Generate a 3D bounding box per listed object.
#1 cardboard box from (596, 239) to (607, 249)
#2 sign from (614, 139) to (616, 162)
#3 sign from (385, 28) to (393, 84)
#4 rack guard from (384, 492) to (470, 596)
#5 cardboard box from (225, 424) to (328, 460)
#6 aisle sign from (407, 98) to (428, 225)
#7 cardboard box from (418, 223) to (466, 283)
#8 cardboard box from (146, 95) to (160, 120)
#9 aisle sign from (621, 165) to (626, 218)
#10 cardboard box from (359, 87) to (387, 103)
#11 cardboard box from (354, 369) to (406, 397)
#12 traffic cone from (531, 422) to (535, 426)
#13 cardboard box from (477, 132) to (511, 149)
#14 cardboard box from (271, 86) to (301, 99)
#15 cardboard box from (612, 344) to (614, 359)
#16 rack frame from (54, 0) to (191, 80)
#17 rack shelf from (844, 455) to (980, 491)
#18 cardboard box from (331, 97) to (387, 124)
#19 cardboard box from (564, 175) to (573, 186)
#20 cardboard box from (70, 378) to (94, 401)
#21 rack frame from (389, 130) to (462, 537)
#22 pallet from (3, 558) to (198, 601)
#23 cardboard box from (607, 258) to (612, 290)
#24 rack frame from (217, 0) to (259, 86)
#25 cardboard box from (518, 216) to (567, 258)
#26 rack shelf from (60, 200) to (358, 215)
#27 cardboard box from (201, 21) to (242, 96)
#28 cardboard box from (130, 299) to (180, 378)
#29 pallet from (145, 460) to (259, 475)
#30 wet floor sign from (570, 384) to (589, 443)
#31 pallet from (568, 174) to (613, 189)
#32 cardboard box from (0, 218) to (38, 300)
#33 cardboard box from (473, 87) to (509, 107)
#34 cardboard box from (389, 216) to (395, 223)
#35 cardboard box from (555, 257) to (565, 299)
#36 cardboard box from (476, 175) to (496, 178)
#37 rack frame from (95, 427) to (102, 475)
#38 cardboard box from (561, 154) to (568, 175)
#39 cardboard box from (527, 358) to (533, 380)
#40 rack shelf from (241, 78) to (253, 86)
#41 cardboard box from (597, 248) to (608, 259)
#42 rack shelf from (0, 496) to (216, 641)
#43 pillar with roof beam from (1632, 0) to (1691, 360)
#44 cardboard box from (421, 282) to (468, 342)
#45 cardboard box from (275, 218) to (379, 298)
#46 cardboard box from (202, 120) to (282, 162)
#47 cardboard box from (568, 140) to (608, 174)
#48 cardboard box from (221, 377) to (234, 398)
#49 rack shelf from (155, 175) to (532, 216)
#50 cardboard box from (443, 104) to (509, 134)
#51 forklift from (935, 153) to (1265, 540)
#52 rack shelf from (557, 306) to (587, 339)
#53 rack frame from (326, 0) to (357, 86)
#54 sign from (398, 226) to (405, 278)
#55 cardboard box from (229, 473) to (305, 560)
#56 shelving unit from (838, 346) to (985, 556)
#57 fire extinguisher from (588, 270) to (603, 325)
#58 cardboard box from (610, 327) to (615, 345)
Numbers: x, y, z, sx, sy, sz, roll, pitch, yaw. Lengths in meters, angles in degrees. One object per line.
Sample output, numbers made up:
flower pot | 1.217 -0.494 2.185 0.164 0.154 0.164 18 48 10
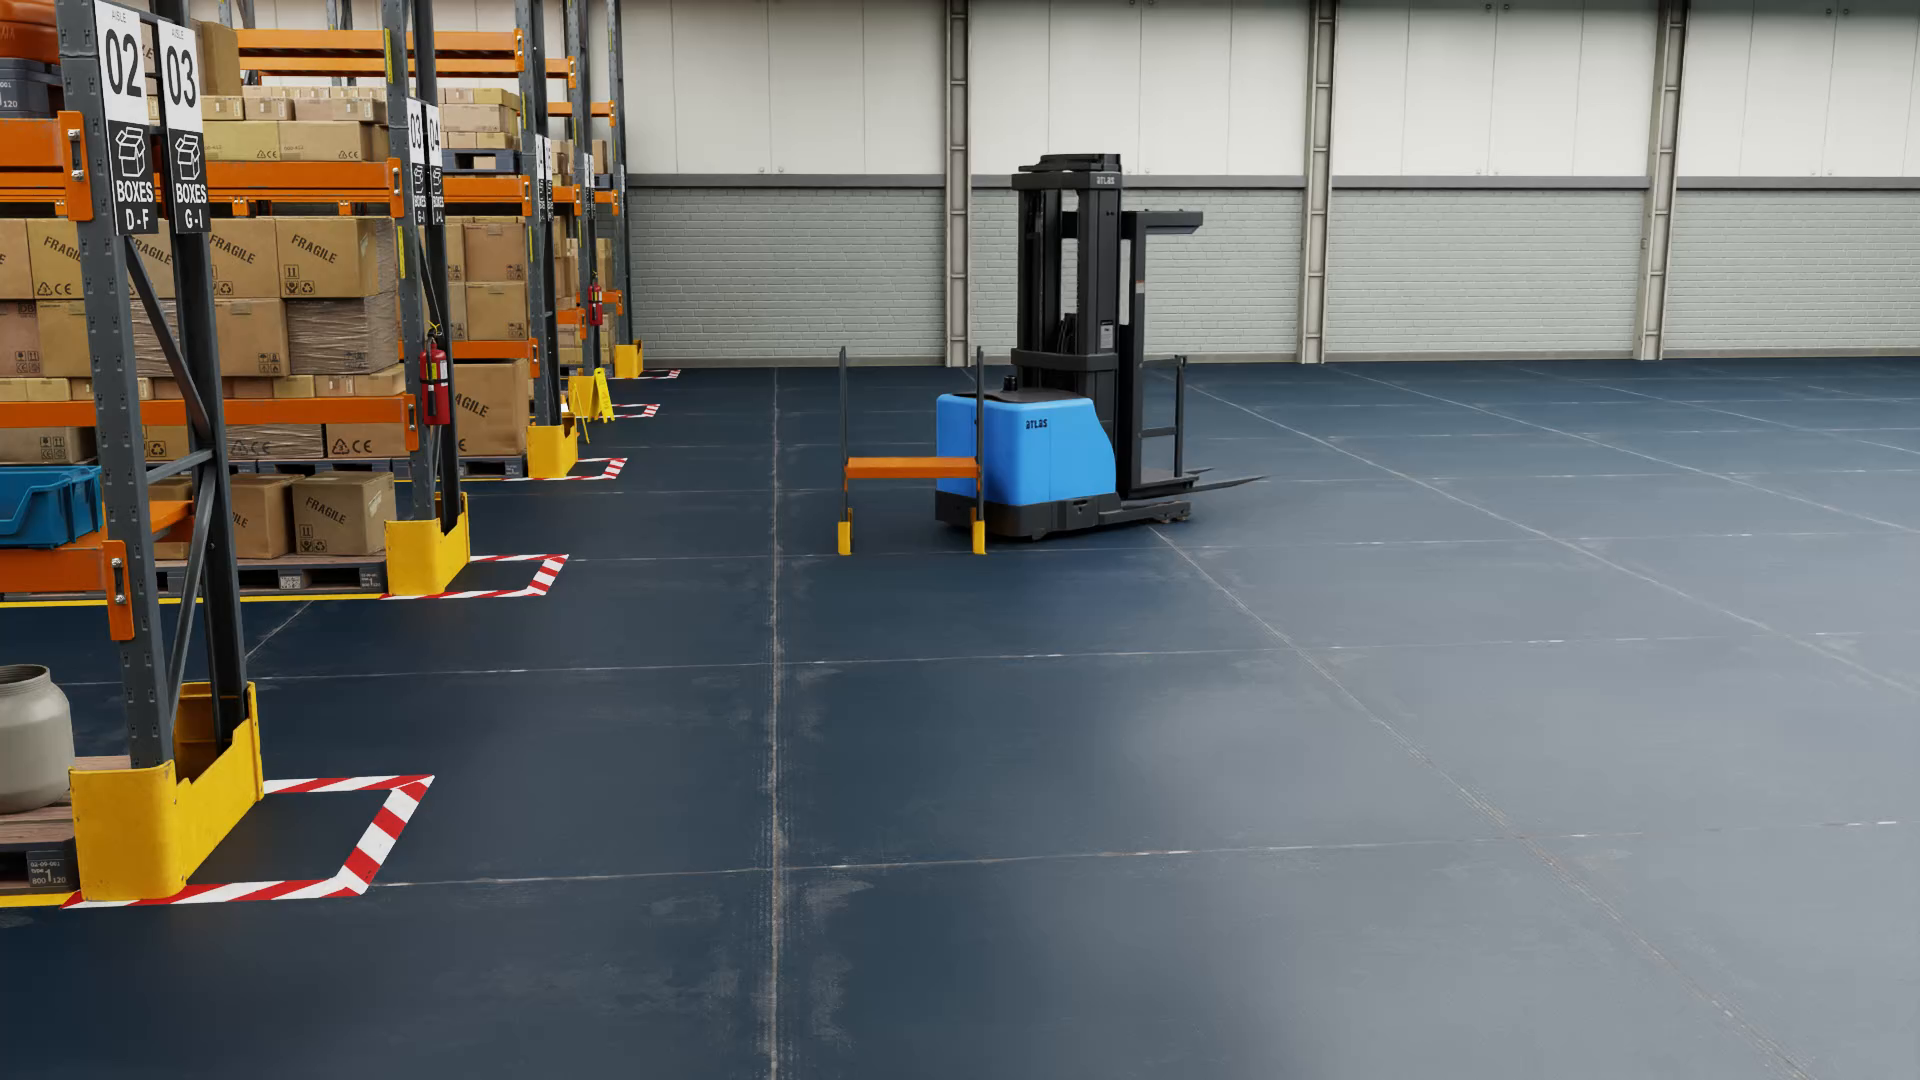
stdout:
cardboard box | -5.543 -4.535 25.448 0.250 0.149 0.380 -1 11 -6
sign | -5.165 -5.833 24.895 0.005 0.325 0.100 -1 11 -6
sign | -3.560 -3.017 10.366 0.005 0.325 0.100 -1 11 -6
rack guard | -3.675 0.011 11.517 0.348 0.500 1.175 -1 11 -6
cardboard box | -6.483 -1.270 15.971 0.875 0.875 0.875 -1 11 -6
aisle sign | -3.506 -2.437 10.747 0.004 0.787 0.394 -1 11 -6
cardboard box | -4.945 -2.745 15.865 0.550 0.550 0.875 -1 11 -6
cardboard box | -5.137 -2.720 10.506 0.250 0.149 0.380 -2 11 -9
aisle sign | -5.113 -5.290 25.262 0.004 0.787 0.394 -1 11 -6
cardboard box | -5.342 -4.073 15.268 0.250 0.149 0.380 -1 11 -6
cardboard box | -3.861 -1.049 11.077 0.250 0.149 0.380 -1 11 -6
traffic cone | -4.958 -1.617 19.892 0.334 0.463 0.336 -1 11 -6
cardboard box | -4.329 -3.702 15.452 0.250 0.149 0.380 -1 11 -6
cardboard box | -6.101 -4.056 15.185 0.250 0.149 0.380 -1 11 -6
cardboard box | -5.719 -2.954 26.156 0.500 0.250 0.500 -1 11 -6
rack frame | -3.065 -3.211 5.874 0.127 3.000 1.000 -1 11 -6
rack shelf | -0.359 -0.505 12.480 1.000 0.185 0.538 0 11 -2
cardboard box | -3.842 -2.746 10.637 0.250 0.149 0.380 -1 11 -6
cardboard box | -5.035 -4.522 20.968 0.250 0.149 0.380 -1 11 -6
cardboard box | -5.597 -1.005 10.857 0.250 0.149 0.380 -1 11 -6
rack frame | -3.600 -1.217 11.284 0.127 3.000 1.000 -1 11 -6
pallet | -5.697 0.187 11.367 1.213 0.211 1.003 -1 11 -6
cardboard box | -5.732 -4.162 26.001 0.500 0.500 0.500 -1 11 -4
rack frame | -8.647 -5.978 19.949 0.127 3.000 1.000 -1 11 -6
cardboard box | -5.154 -3.751 20.549 0.500 0.500 0.700 -1 11 -7
rack shelf | -11.175 -5.063 24.937 4.000 0.370 1.077 -1 11 -6
cardboard box | -5.105 -3.150 11.014 0.500 0.500 0.500 -1 11 -6
cardboard box | -5.136 -1.371 11.033 0.500 0.500 0.875 -1 11 -6
pallet | -7.247 -0.720 15.983 1.213 0.211 1.003 -1 11 -6
wet floor sign | -4.220 -1.396 18.295 0.232 0.644 0.267 -3 12 -16
pallet | -5.916 -5.488 25.462 1.213 0.211 1.003 -1 11 -6
cardboard box | -6.108 -1.801 10.632 0.500 0.500 0.500 -1 11 -6
cardboard box | -4.333 -4.093 15.374 0.250 0.149 0.380 -1 11 -6
cardboard box | -6.665 -3.728 20.431 0.500 0.500 0.700 -1 11 -6
cardboard box | -5.180 -3.249 20.586 0.500 0.500 0.500 -1 11 -7
cardboard box | -5.765 -4.402 20.360 0.250 0.149 0.380 -1 11 -6
rack frame | -8.012 -2.087 15.709 0.127 3.000 1.000 -1 11 -6
cardboard box | -5.199 -4.703 20.854 0.500 0.250 0.500 -1 11 -7
cardboard box | -5.438 -2.276 20.764 0.500 0.500 0.500 -1 11 -6
rack shelf | -10.635 -5.387 19.845 4.000 0.370 1.077 -1 11 -6
cardboard box | -5.524 -4.376 25.410 0.250 0.149 0.380 -1 11 -5
rack shelf | -5.053 0.127 6.310 4.000 0.370 1.077 -1 11 -6
pillar with roof beam | 12.360 -6.721 23.727 0.400 9.000 9.100 -1 11 -6
cardboard box | -4.944 -2.212 15.956 0.550 0.550 0.875 -1 11 -6
cardboard box | -4.120 -1.844 10.850 0.500 0.500 0.500 -1 11 -6
cardboard box | -4.548 -2.546 10.655 0.500 0.250 0.500 -1 11 -6
cardboard box | -5.624 -5.790 25.159 0.500 0.500 0.500 -1 11 -4
cardboard box | -4.856 -1.029 10.977 0.250 0.149 0.380 -1 11 -6
rack shelf | -6.023 -3.248 15.701 4.000 0.370 1.077 -1 11 -6
cardboard box | -4.491 -3.906 15.455 0.500 0.250 0.500 -1 11 -5
forklift | 1.272 -1.643 13.626 3.031 2.935 1.130 -9 14 -37
rack shelf | -6.658 -2.723 20.809 4.000 0.370 1.077 -1 11 -6
rack frame | -9.186 -6.930 24.790 0.127 3.000 1.000 -1 11 -6
sign | -3.560 -1.834 10.598 0.005 0.325 0.100 -1 11 -6
cardboard box | -4.813 -0.168 11.338 0.500 0.500 0.500 2 11 9
shelving unit | -0.368 -0.681 12.445 1.083 1.500 0.587 0 11 -2
fire extinguisher | -4.507 -2.994 20.521 0.183 0.674 0.296 -1 11 -6
cardboard box | -5.700 -3.202 26.122 0.500 0.250 0.500 -1 11 -5
